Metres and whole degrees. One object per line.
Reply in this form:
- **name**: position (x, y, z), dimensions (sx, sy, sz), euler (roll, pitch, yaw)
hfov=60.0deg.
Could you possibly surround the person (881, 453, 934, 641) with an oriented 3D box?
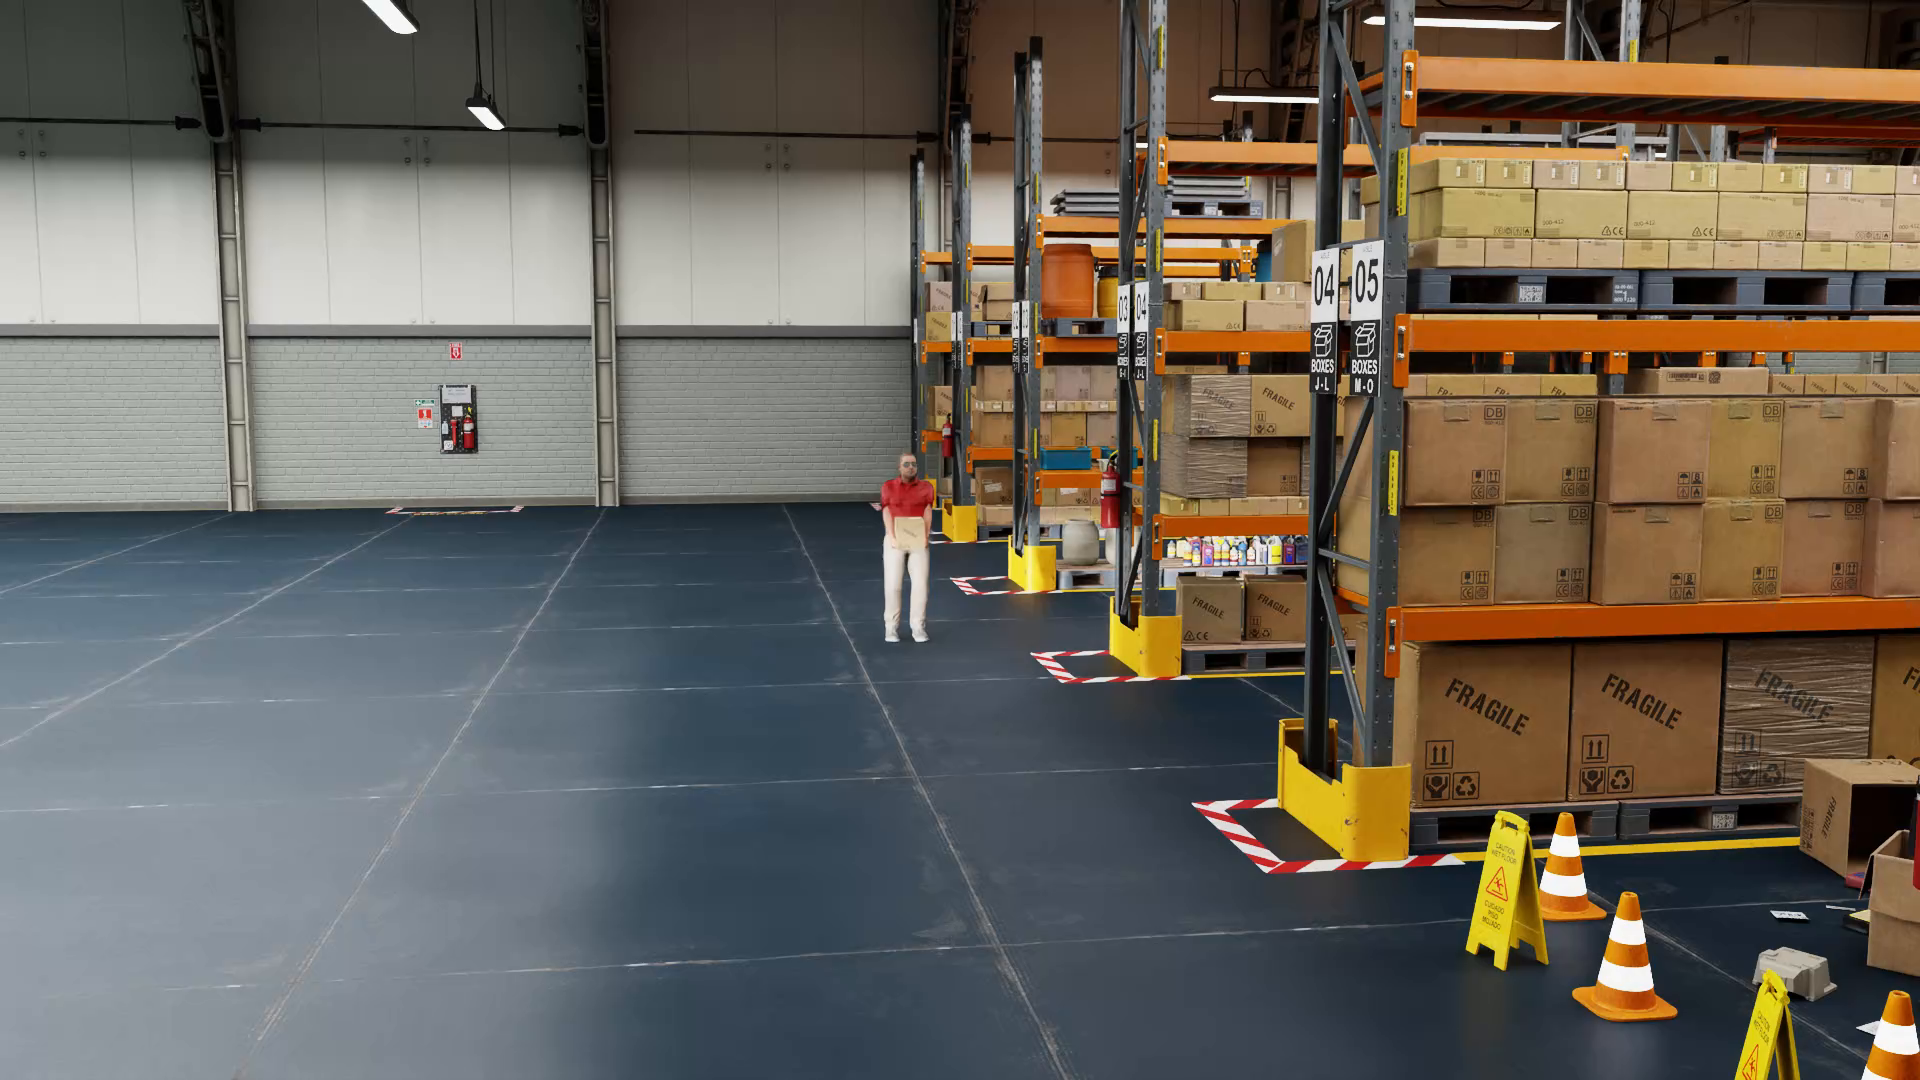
- **person**: position (-0.466, 0.070, 15.222), dimensions (0.494, 1.717, 0.530), euler (-1, 6, -8)
